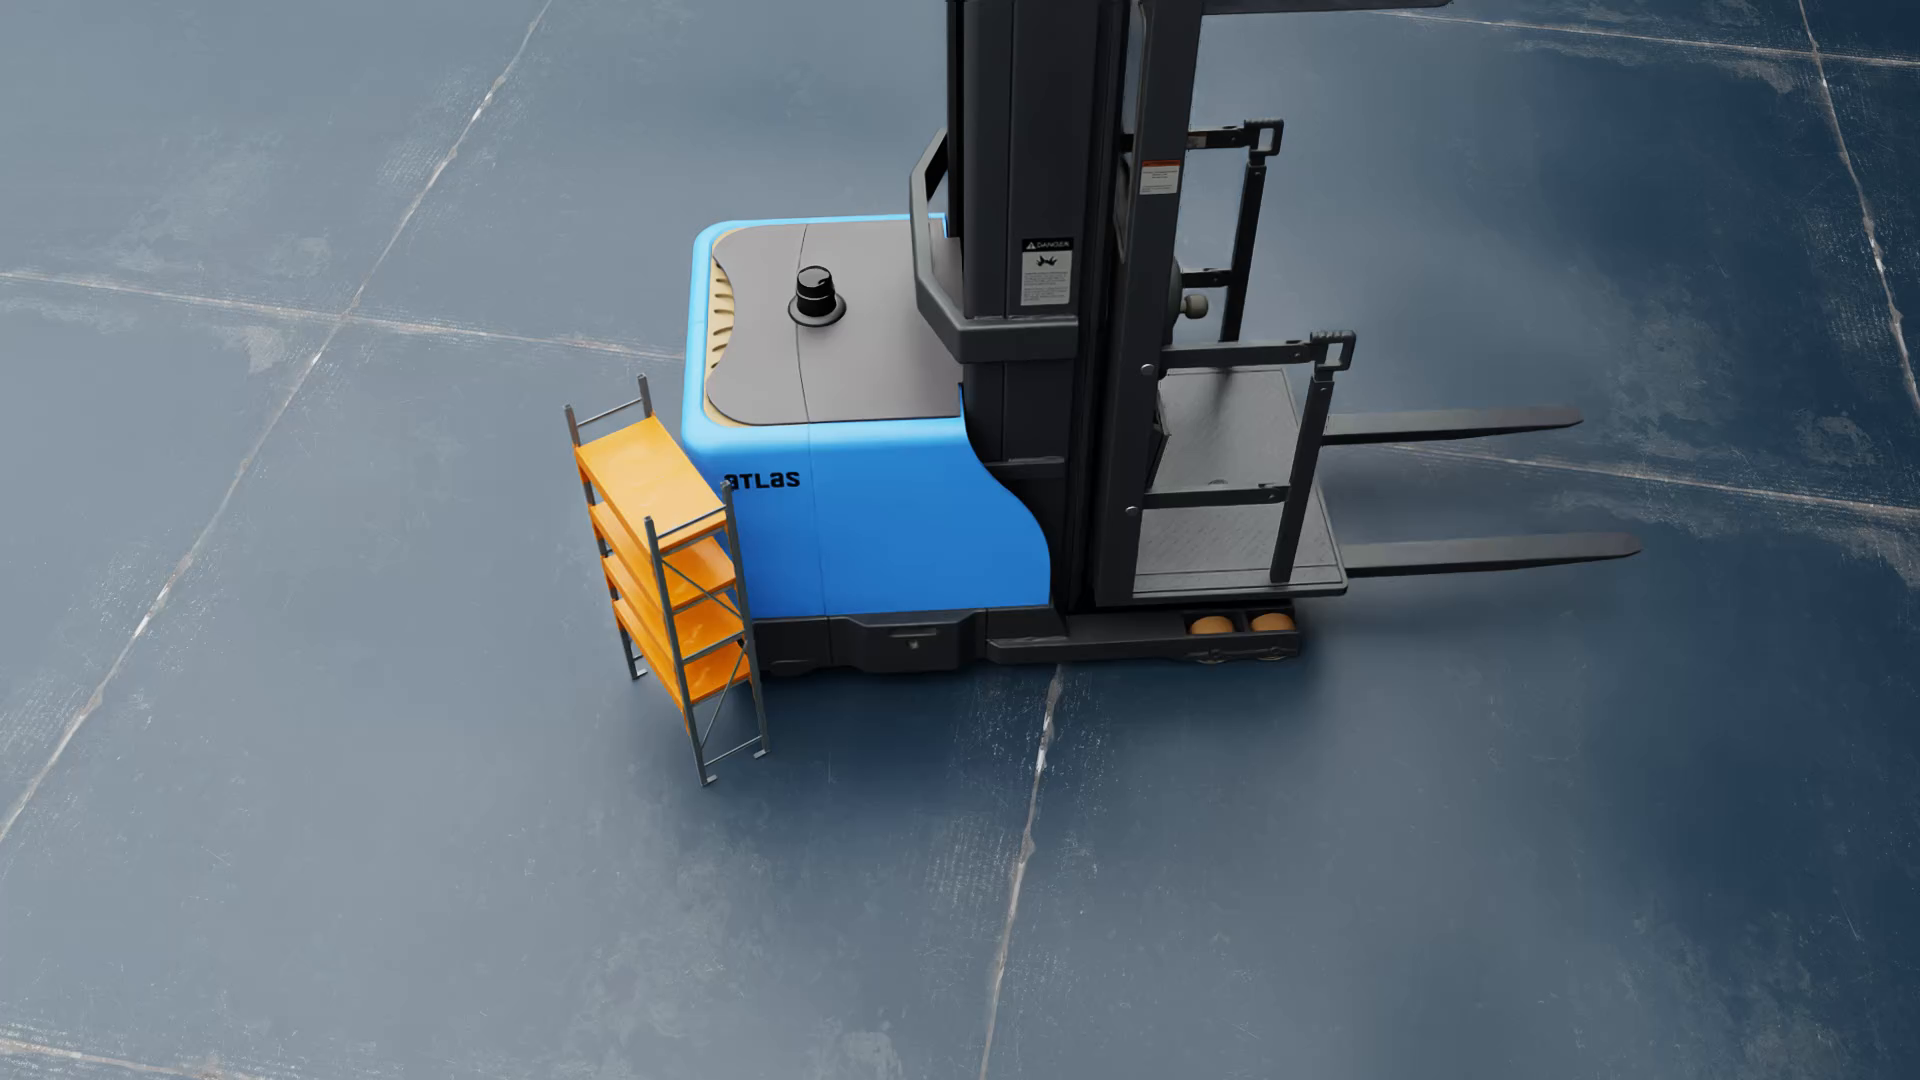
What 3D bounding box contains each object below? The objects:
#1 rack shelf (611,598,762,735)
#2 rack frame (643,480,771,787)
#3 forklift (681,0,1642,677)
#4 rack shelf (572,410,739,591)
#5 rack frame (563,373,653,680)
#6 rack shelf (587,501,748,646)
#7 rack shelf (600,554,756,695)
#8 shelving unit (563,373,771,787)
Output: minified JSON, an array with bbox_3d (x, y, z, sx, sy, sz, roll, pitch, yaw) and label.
[{"bbox_3d":[-0.825,0.325,5.008,0.258,0.148,0.480,-26,53,-21],"label":"rack shelf"},{"bbox_3d":[-0.692,0.300,4.673,0.240,1.200,0.015,-26,53,-21],"label":"rack frame"},{"bbox_3d":[0.695,-0.973,4.654,3.031,2.935,1.130,-3,48,-2],"label":"forklift"},{"bbox_3d":[-0.827,-0.114,4.517,0.258,0.148,0.480,-26,53,-21],"label":"rack shelf"},{"bbox_3d":[-0.960,-0.004,4.946,0.240,1.200,0.015,-26,53,-21],"label":"rack frame"},{"bbox_3d":[-0.826,0.044,4.693,0.258,0.148,0.480,-26,53,-21],"label":"rack shelf"},{"bbox_3d":[-0.826,0.193,4.860,0.258,0.148,0.480,-26,53,-21],"label":"rack shelf"},{"bbox_3d":[-0.826,0.148,4.810,0.258,1.200,0.503,-26,53,-21],"label":"shelving unit"}]
